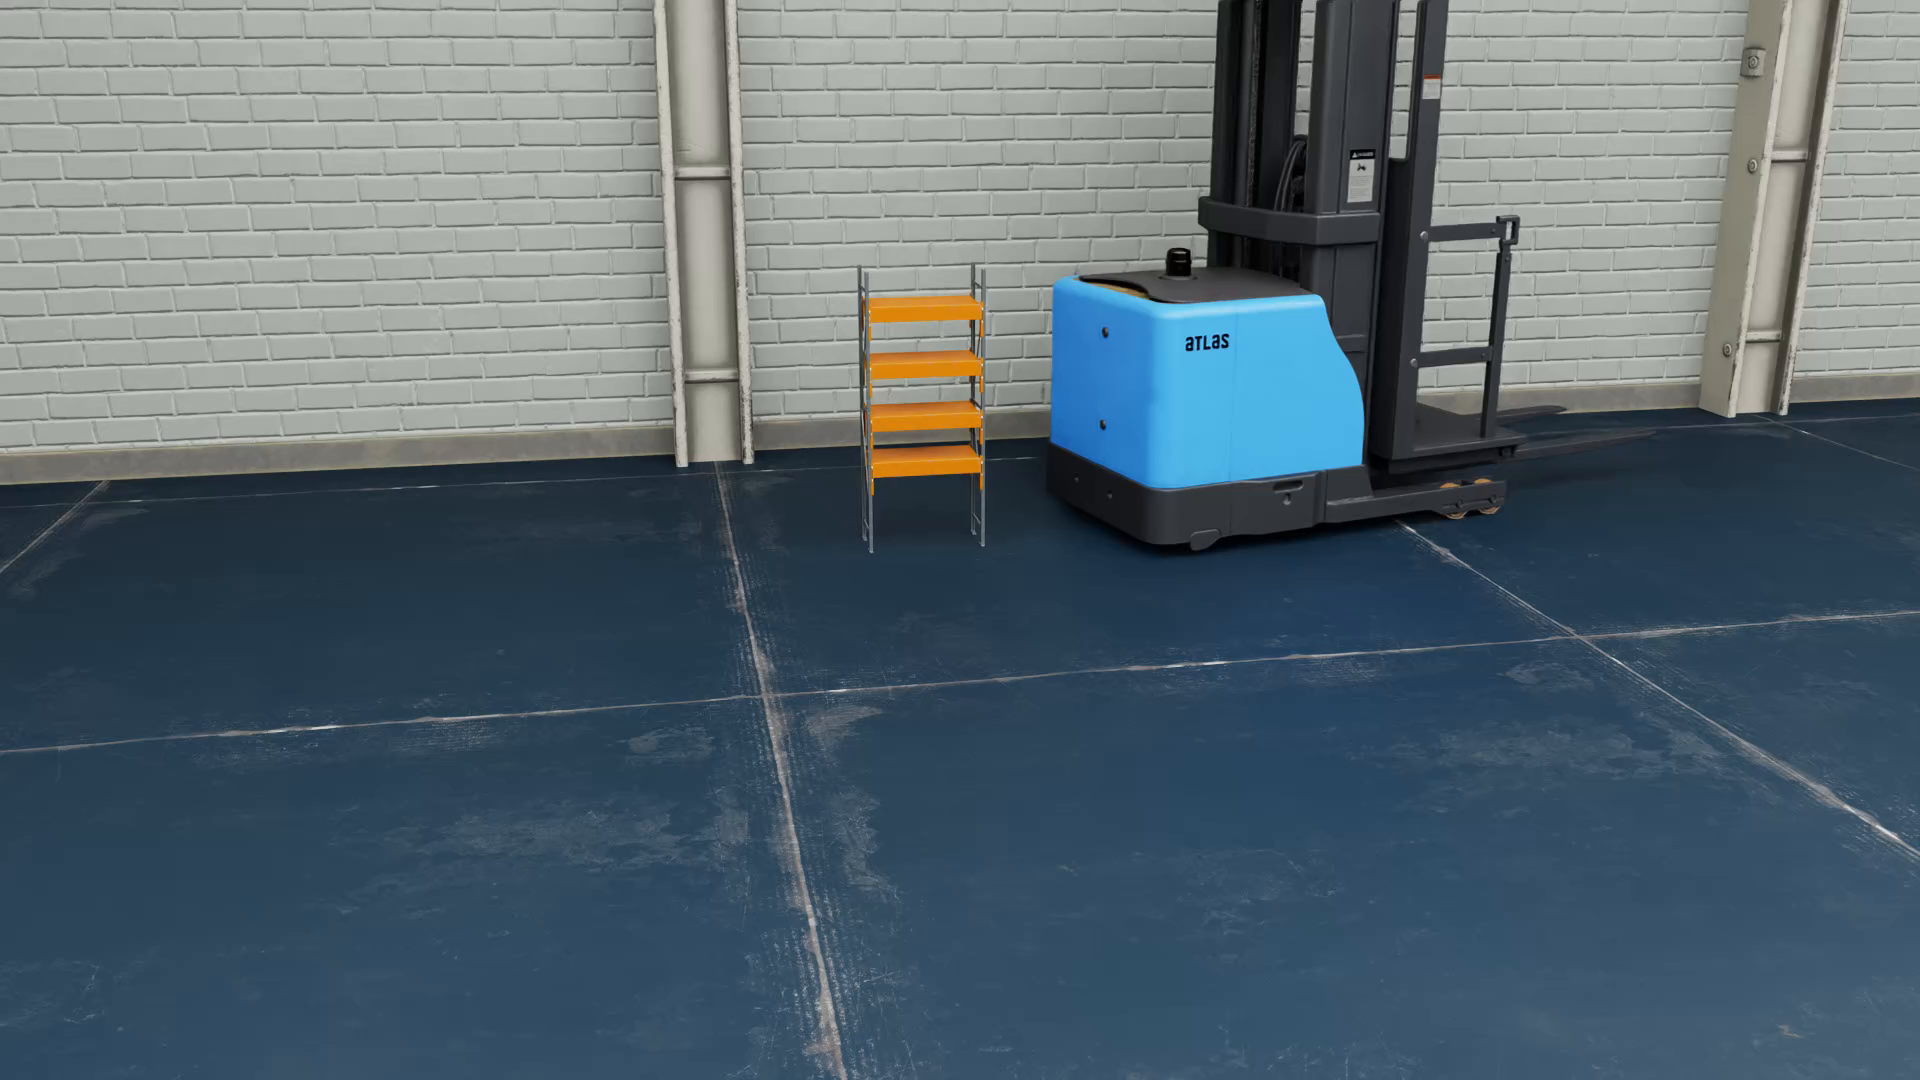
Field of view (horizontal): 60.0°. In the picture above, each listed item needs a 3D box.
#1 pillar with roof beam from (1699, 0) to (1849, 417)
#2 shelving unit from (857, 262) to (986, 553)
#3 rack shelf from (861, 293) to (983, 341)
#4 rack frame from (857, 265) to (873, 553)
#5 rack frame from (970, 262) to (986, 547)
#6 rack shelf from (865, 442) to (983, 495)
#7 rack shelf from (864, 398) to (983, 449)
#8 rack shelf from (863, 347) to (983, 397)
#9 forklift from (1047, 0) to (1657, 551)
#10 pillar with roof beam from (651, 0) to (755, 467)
[{"bbox_3d":[5.420,-3.825,4.438,0.400,9.000,9.100,-3,17,-10],"label":"pillar with roof beam"},{"bbox_3d":[-0.163,-0.564,7.106,0.503,1.200,0.258,-3,17,-10],"label":"shelving unit"},{"bbox_3d":[-0.163,-0.940,6.990,0.480,0.148,0.258,-3,17,-10],"label":"rack shelf"},{"bbox_3d":[-0.402,-0.551,7.061,0.015,1.200,0.240,-3,17,-10],"label":"rack frame"},{"bbox_3d":[0.077,-0.578,7.150,0.015,1.200,0.240,-3,17,-10],"label":"rack frame"},{"bbox_3d":[-0.163,-0.310,7.184,0.480,0.148,0.258,-3,17,-10],"label":"rack shelf"},{"bbox_3d":[-0.163,-0.500,7.125,0.480,0.148,0.258,-3,17,-10],"label":"rack shelf"},{"bbox_3d":[-0.163,-0.714,7.060,0.480,0.148,0.258,-3,17,-10],"label":"rack shelf"},{"bbox_3d":[1.967,-1.626,7.615,3.031,2.935,1.130,-8,19,-24],"label":"forklift"},{"bbox_3d":[-0.471,-3.491,3.350,0.400,9.000,9.100,-3,17,-10],"label":"pillar with roof beam"}]
